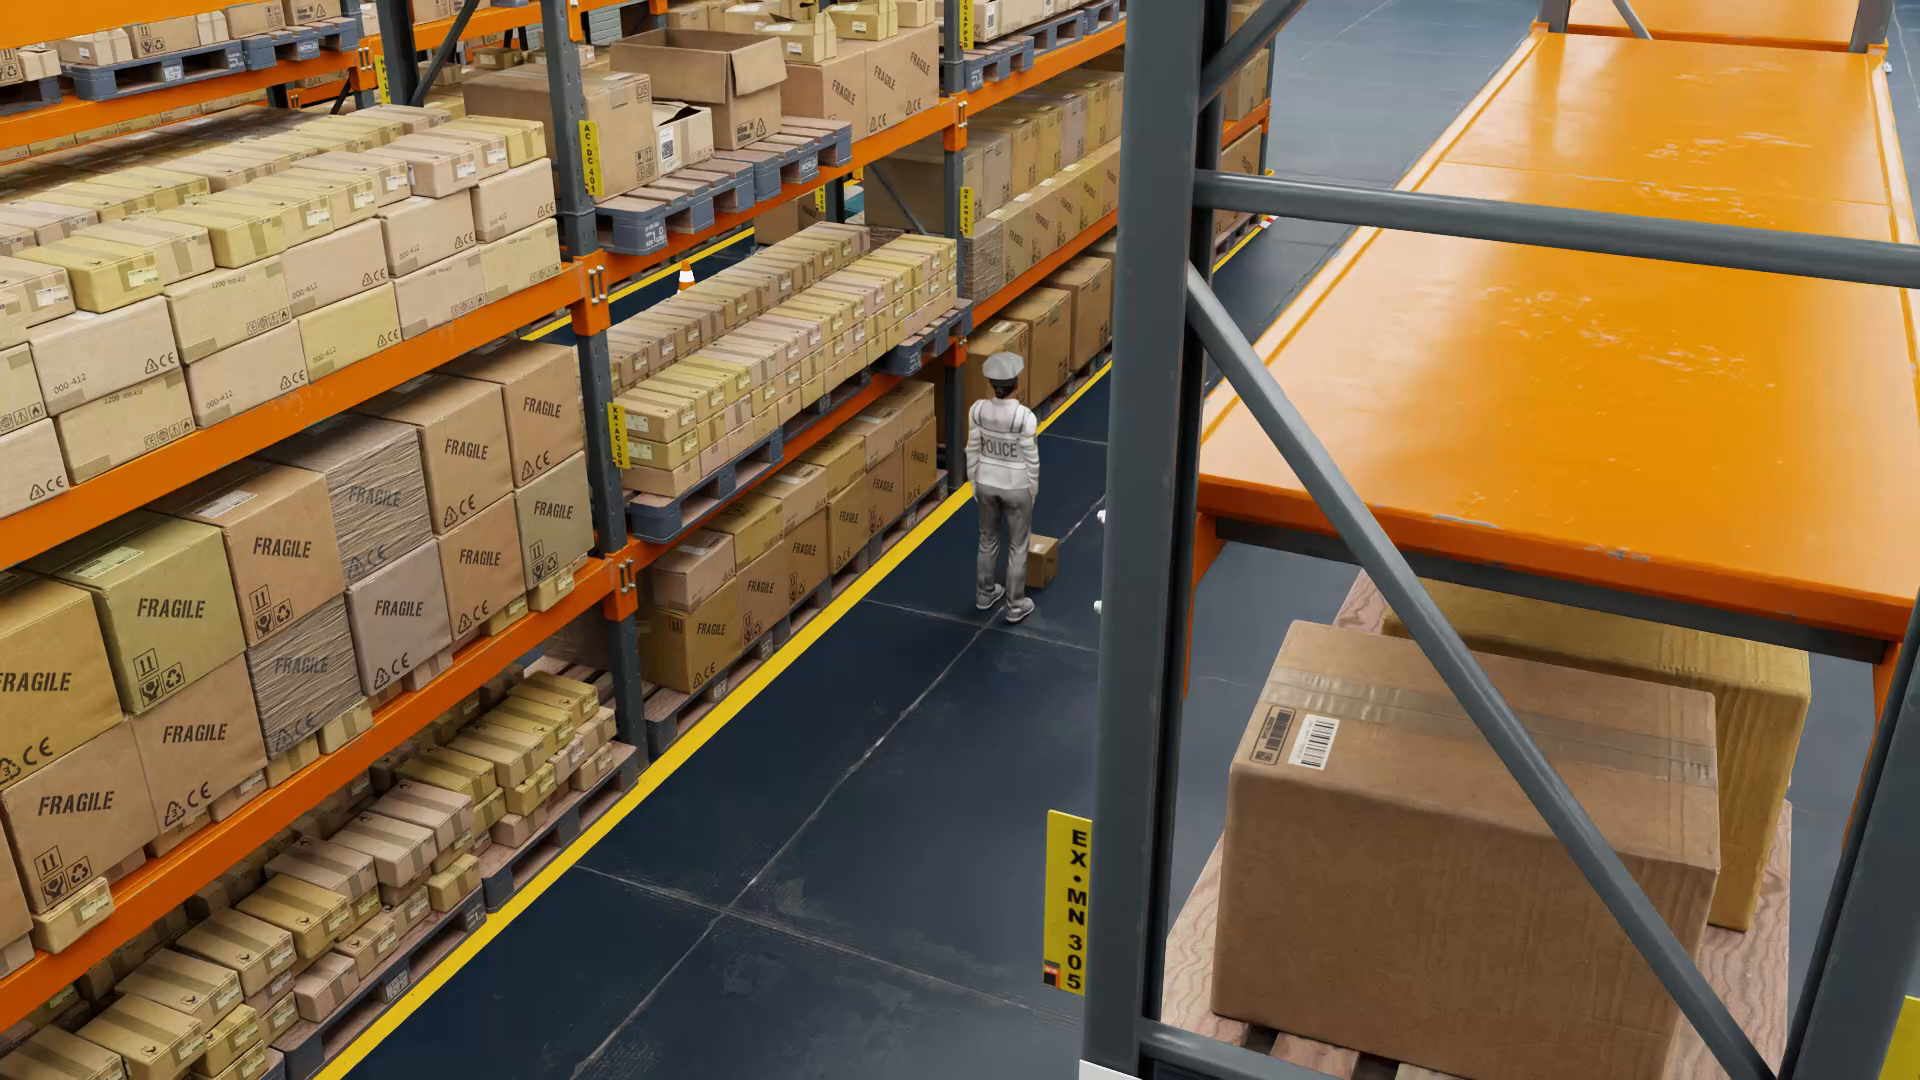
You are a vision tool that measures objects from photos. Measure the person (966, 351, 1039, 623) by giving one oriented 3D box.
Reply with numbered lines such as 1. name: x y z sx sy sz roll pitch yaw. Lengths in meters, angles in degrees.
1. person: 0.270 -0.329 10.059 0.467 1.681 0.363 12 29 23
